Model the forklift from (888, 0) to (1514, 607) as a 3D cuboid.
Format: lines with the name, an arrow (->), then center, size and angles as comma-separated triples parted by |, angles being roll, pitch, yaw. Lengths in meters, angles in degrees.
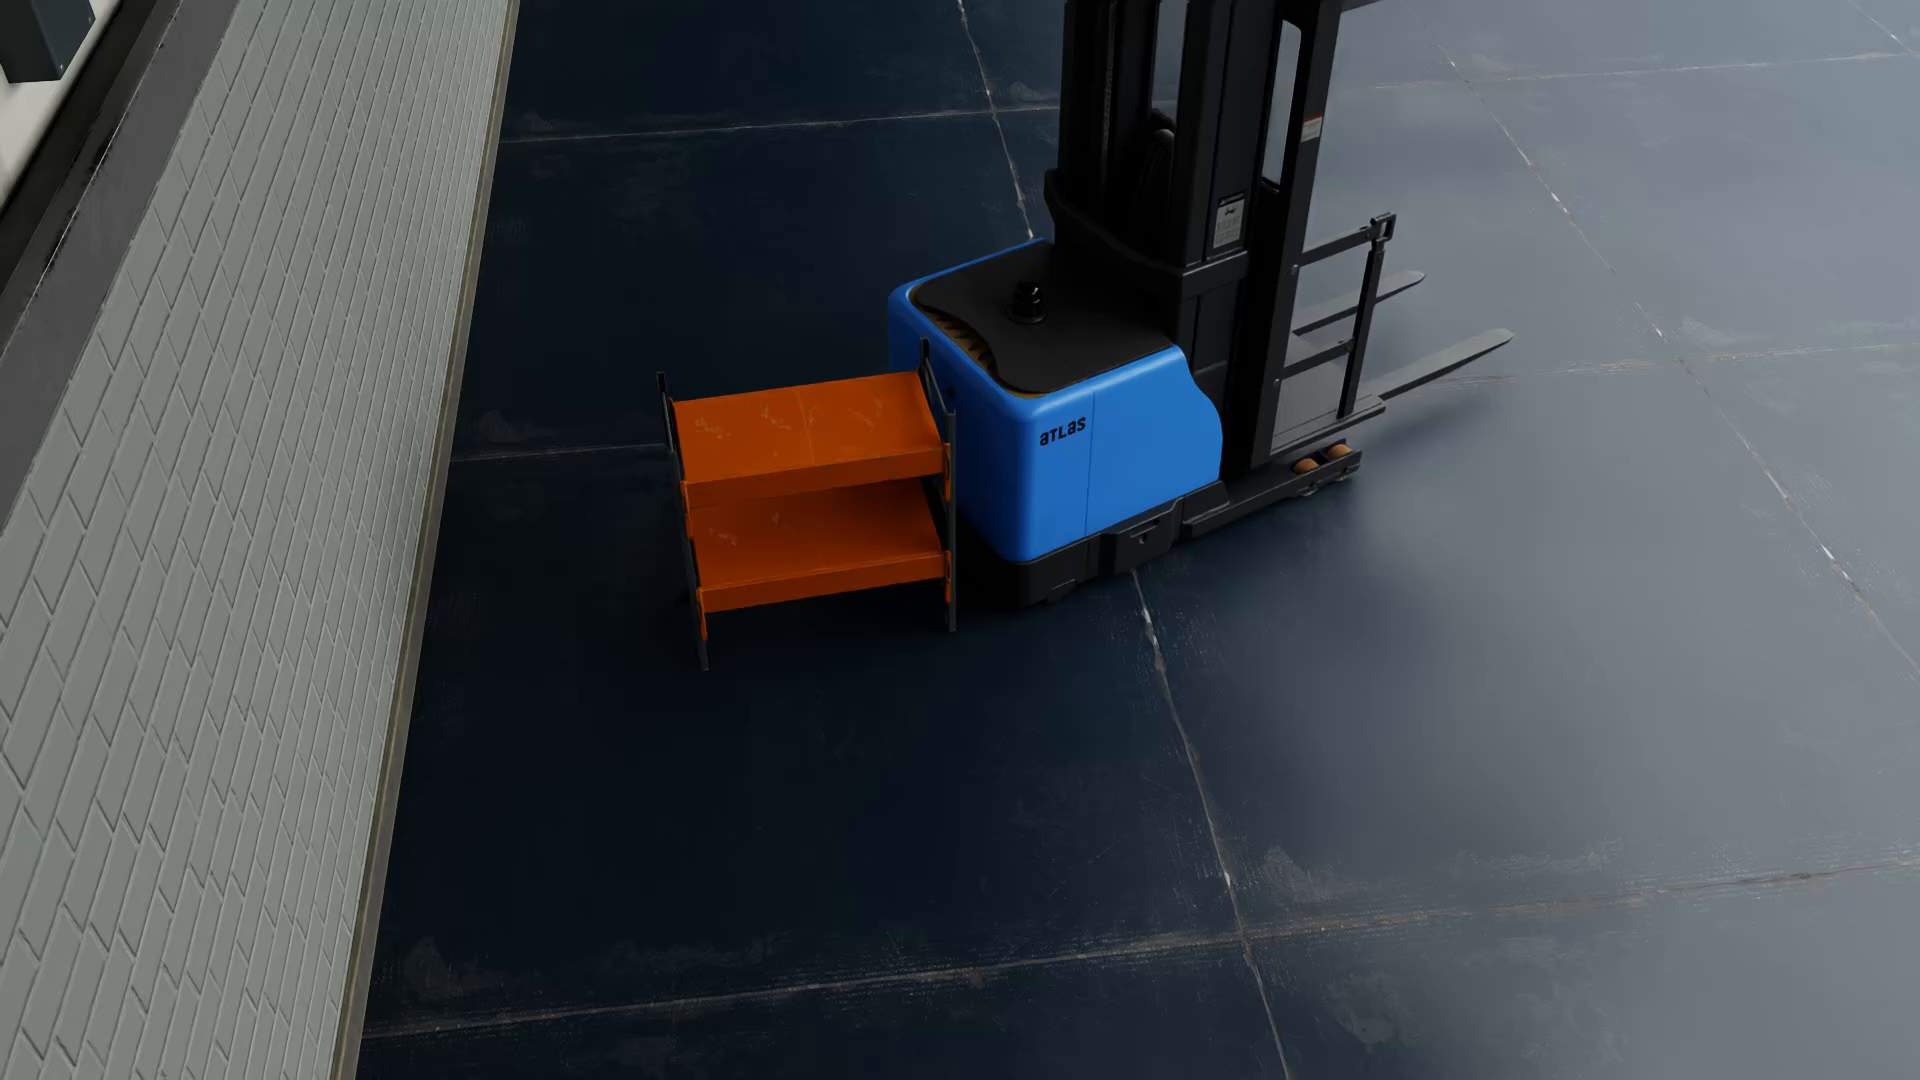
forklift -> 1.212, -1.565, 6.797 | 3.031, 2.935, 1.130 | -23, 47, -23

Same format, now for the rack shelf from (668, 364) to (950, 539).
rack shelf -> -0.581, -0.346, 6.357 | 1.000, 0.278, 0.538 | -9, 43, -9

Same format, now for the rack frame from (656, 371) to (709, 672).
rack frame -> -1.077, -0.054, 6.470 | 0.032, 1.125, 0.500 | -9, 43, -9

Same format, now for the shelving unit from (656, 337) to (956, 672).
shelving unit -> -0.581, -0.129, 6.553 | 1.048, 1.125, 0.538 | -9, 43, -9

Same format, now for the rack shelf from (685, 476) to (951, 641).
rack shelf -> -0.581, 0.053, 6.717 | 1.000, 0.278, 0.538 | -9, 43, -9

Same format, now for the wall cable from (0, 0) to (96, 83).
wall cable -> -2.114, -3.976, 2.400 | 0.169, 6.003, 2.305 | -5, 42, -6

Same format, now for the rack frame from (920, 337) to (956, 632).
rack frame -> -0.085, -0.204, 6.636 | 0.032, 1.125, 0.500 | -9, 43, -9
